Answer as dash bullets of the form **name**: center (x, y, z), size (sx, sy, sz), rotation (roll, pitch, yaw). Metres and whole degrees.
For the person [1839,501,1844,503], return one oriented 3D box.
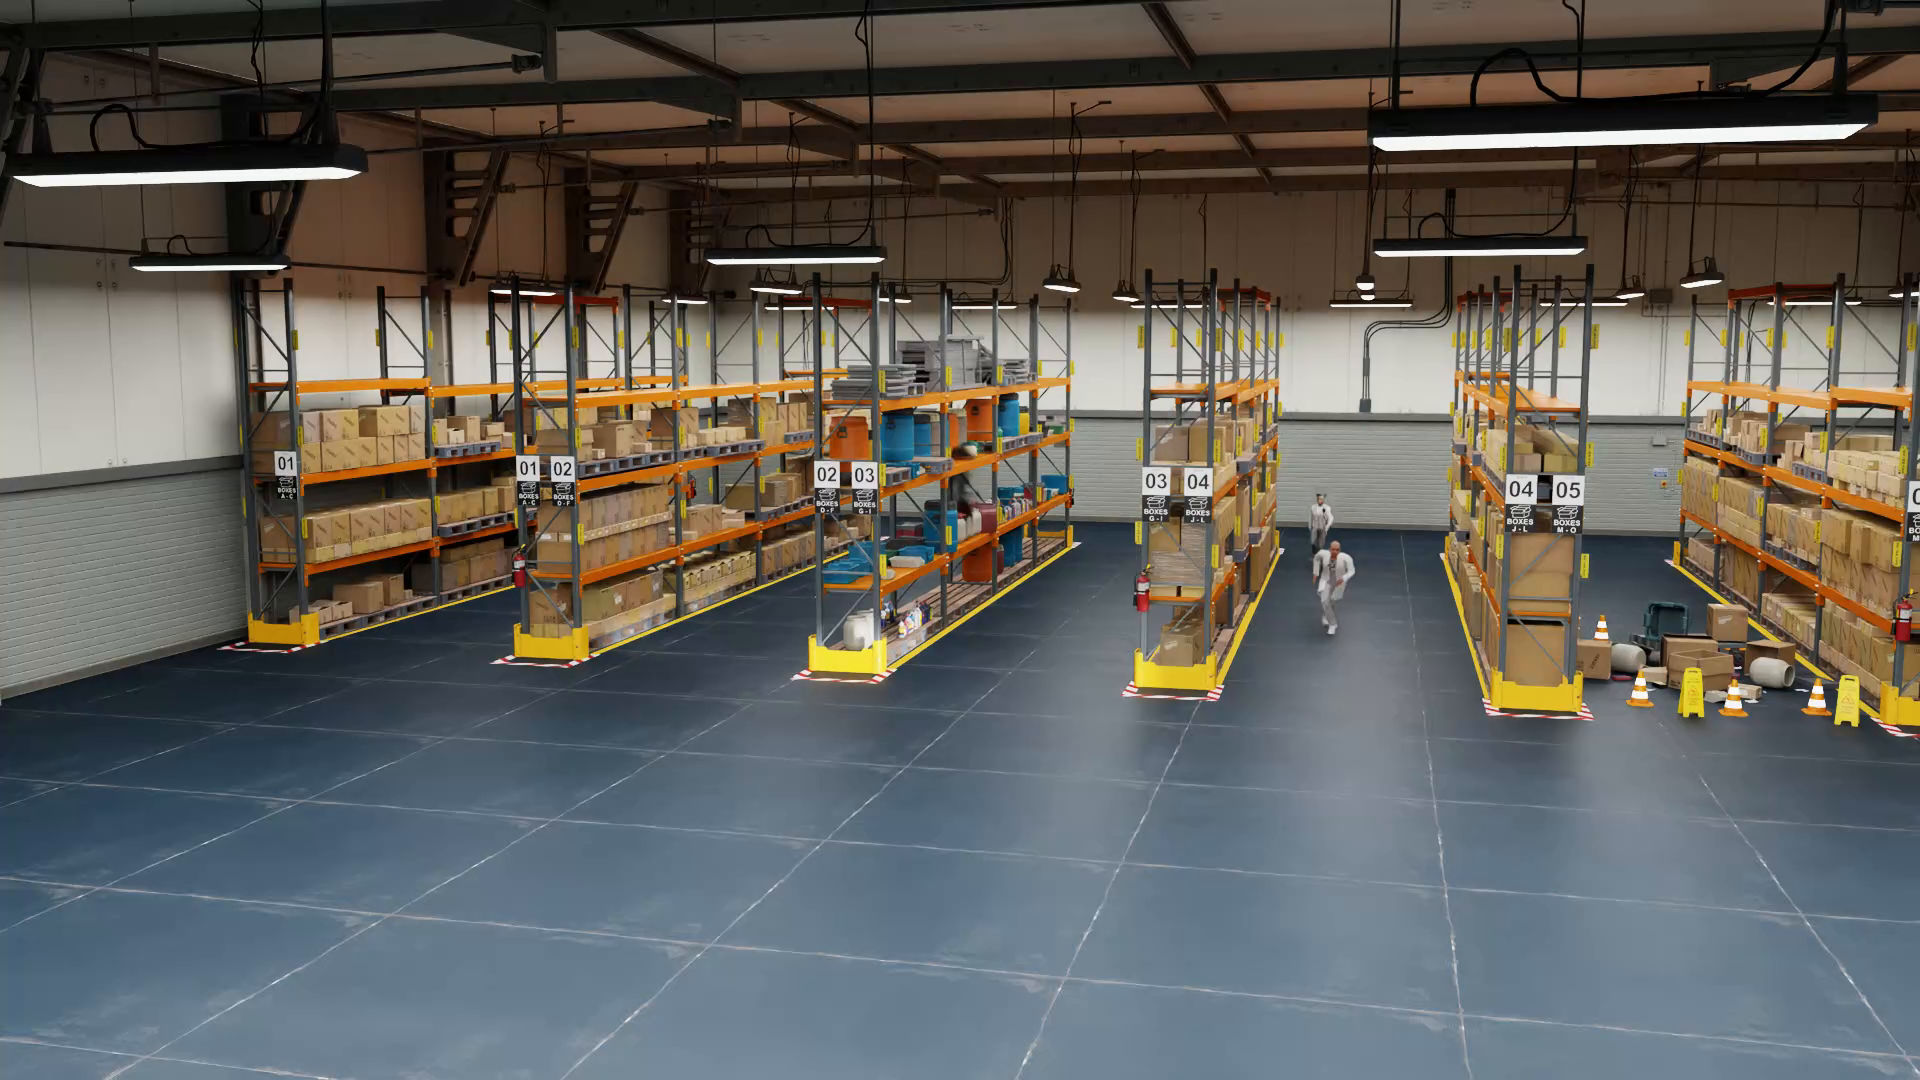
- **person**: center (18.175, 0.038, 34.134), size (0.625, 1.732, 1.057), rotation (0, 7, -1)

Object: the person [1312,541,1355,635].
- **person**: center (6.448, 0.767, 28.746), size (0.707, 1.616, 1.120), rotation (1, 7, 11)

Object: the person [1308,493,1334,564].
- **person**: center (8.011, -0.241, 37.006), size (0.598, 1.620, 0.733), rotation (2, 7, 19)
